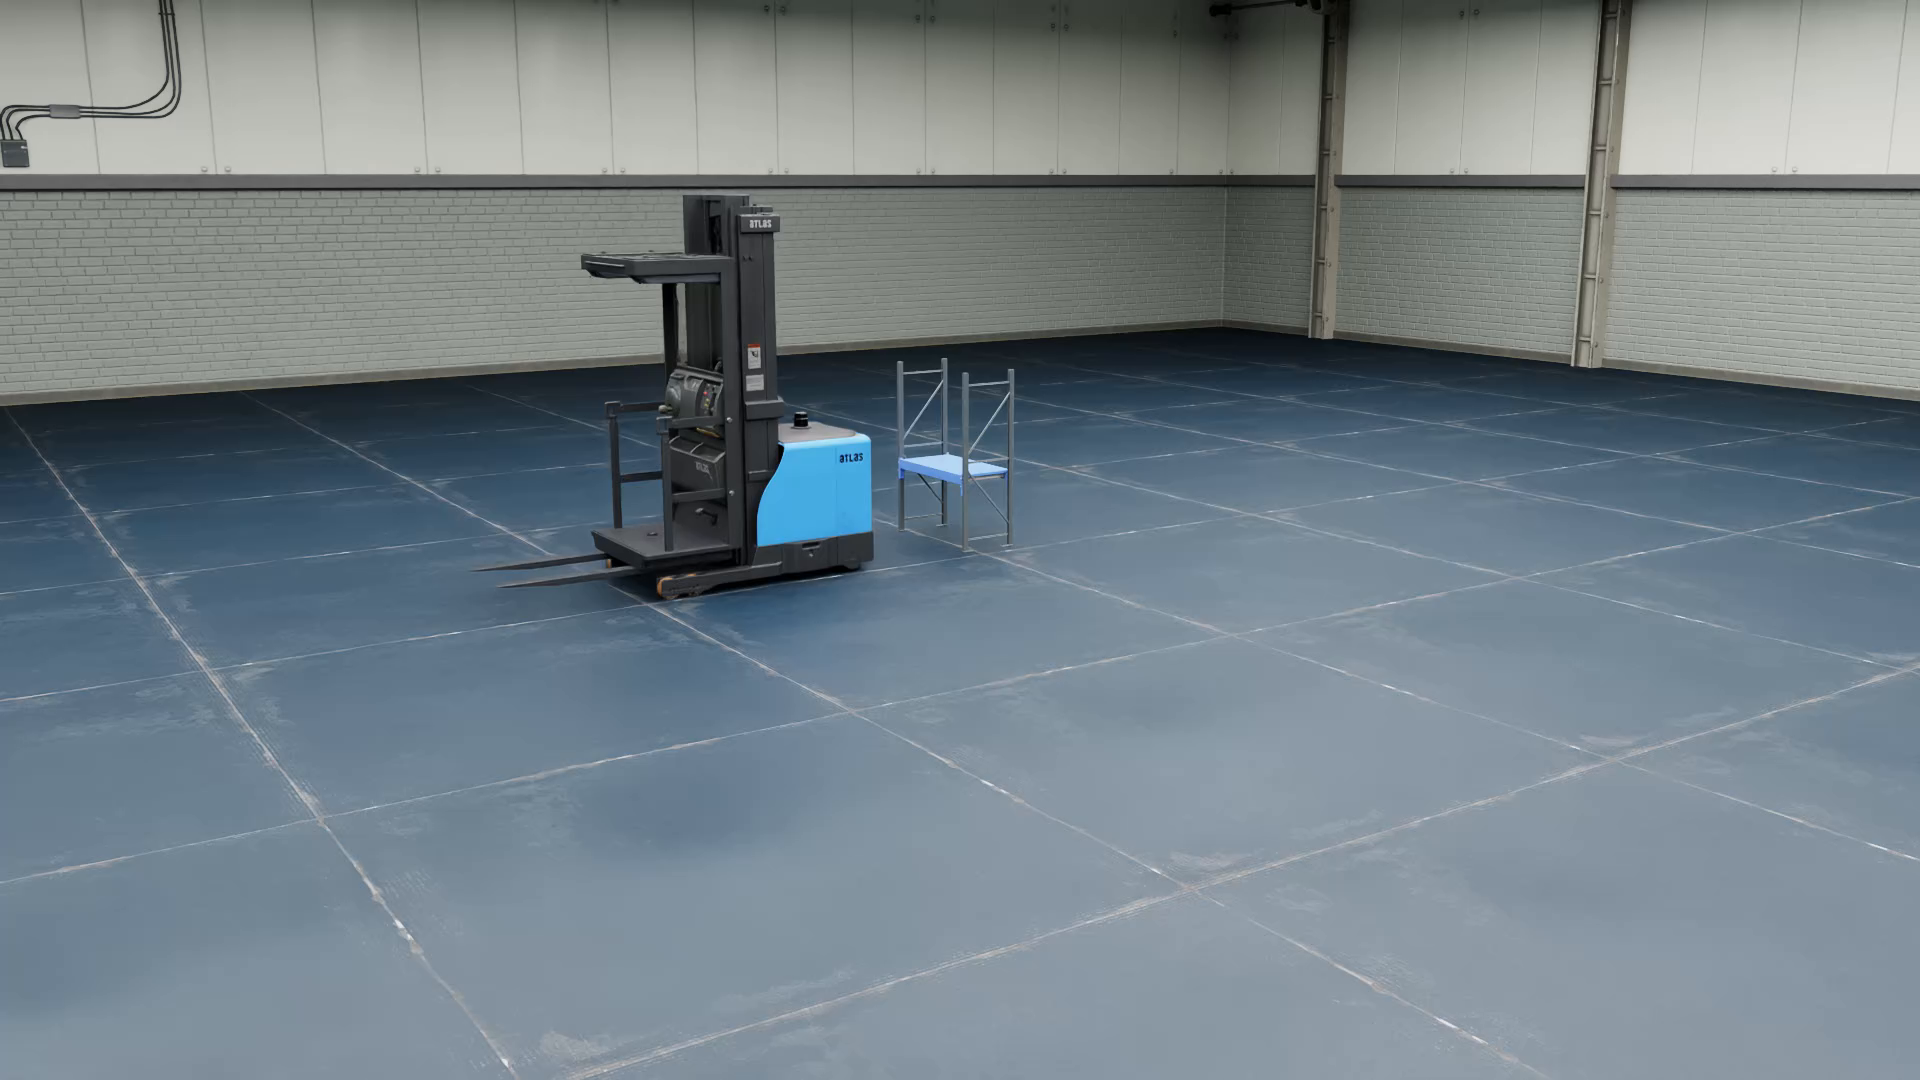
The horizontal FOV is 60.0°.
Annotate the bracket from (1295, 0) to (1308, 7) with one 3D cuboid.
[{"bbox_3d":[6.497,-10.118,31.138,0.235,0.232,0.430,-8,15,-33],"label":"bracket"}]

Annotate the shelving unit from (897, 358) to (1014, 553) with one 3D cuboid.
[{"bbox_3d":[-0.047,-0.748,14.271,0.538,1.500,1.048,-8,15,-33],"label":"shelving unit"}]

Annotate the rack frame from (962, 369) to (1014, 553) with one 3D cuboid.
[{"bbox_3d":[0.234,-0.657,13.857,0.500,1.500,0.032,-8,15,-33],"label":"rack frame"}]

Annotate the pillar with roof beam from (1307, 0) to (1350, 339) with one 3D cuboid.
[{"bbox_3d":[3.439,-7.818,29.047,9.100,9.000,0.548,-8,15,-33],"label":"pillar with roof beam"}]

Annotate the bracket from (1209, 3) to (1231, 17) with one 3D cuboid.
[{"bbox_3d":[5.184,-10.539,33.065,0.235,0.232,0.430,-8,15,-33],"label":"bracket"}]

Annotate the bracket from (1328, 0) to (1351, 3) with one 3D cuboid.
[{"bbox_3d":[6.957,-9.970,30.463,0.235,0.232,0.430,-8,15,-33],"label":"bracket"}]

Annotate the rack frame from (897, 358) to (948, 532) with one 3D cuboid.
[{"bbox_3d":[-0.329,-0.838,14.684,0.500,1.500,0.032,-8,15,-33],"label":"rack frame"}]

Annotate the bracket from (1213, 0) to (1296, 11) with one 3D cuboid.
[{"bbox_3d":[5.512,-10.434,32.585,0.076,0.066,3.189,-8,15,-33],"label":"bracket"}]

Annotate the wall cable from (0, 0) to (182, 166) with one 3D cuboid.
[{"bbox_3d":[-11.820,-8.062,22.201,2.305,6.003,0.169,-8,15,-33],"label":"wall cable"}]

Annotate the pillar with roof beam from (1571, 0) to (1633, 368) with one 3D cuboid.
[{"bbox_3d":[6.763,-6.751,24.167,9.100,9.000,0.400,-8,15,-33],"label":"pillar with roof beam"}]

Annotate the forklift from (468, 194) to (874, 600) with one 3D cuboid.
[{"bbox_3d":[-2.202,-1.118,12.613,3.031,2.935,1.130,-8,15,-33],"label":"forklift"}]

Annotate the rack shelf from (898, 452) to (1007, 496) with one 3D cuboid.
[{"bbox_3d":[-0.047,-0.572,14.309,0.538,0.185,1.000,-8,15,-33],"label":"rack shelf"}]
